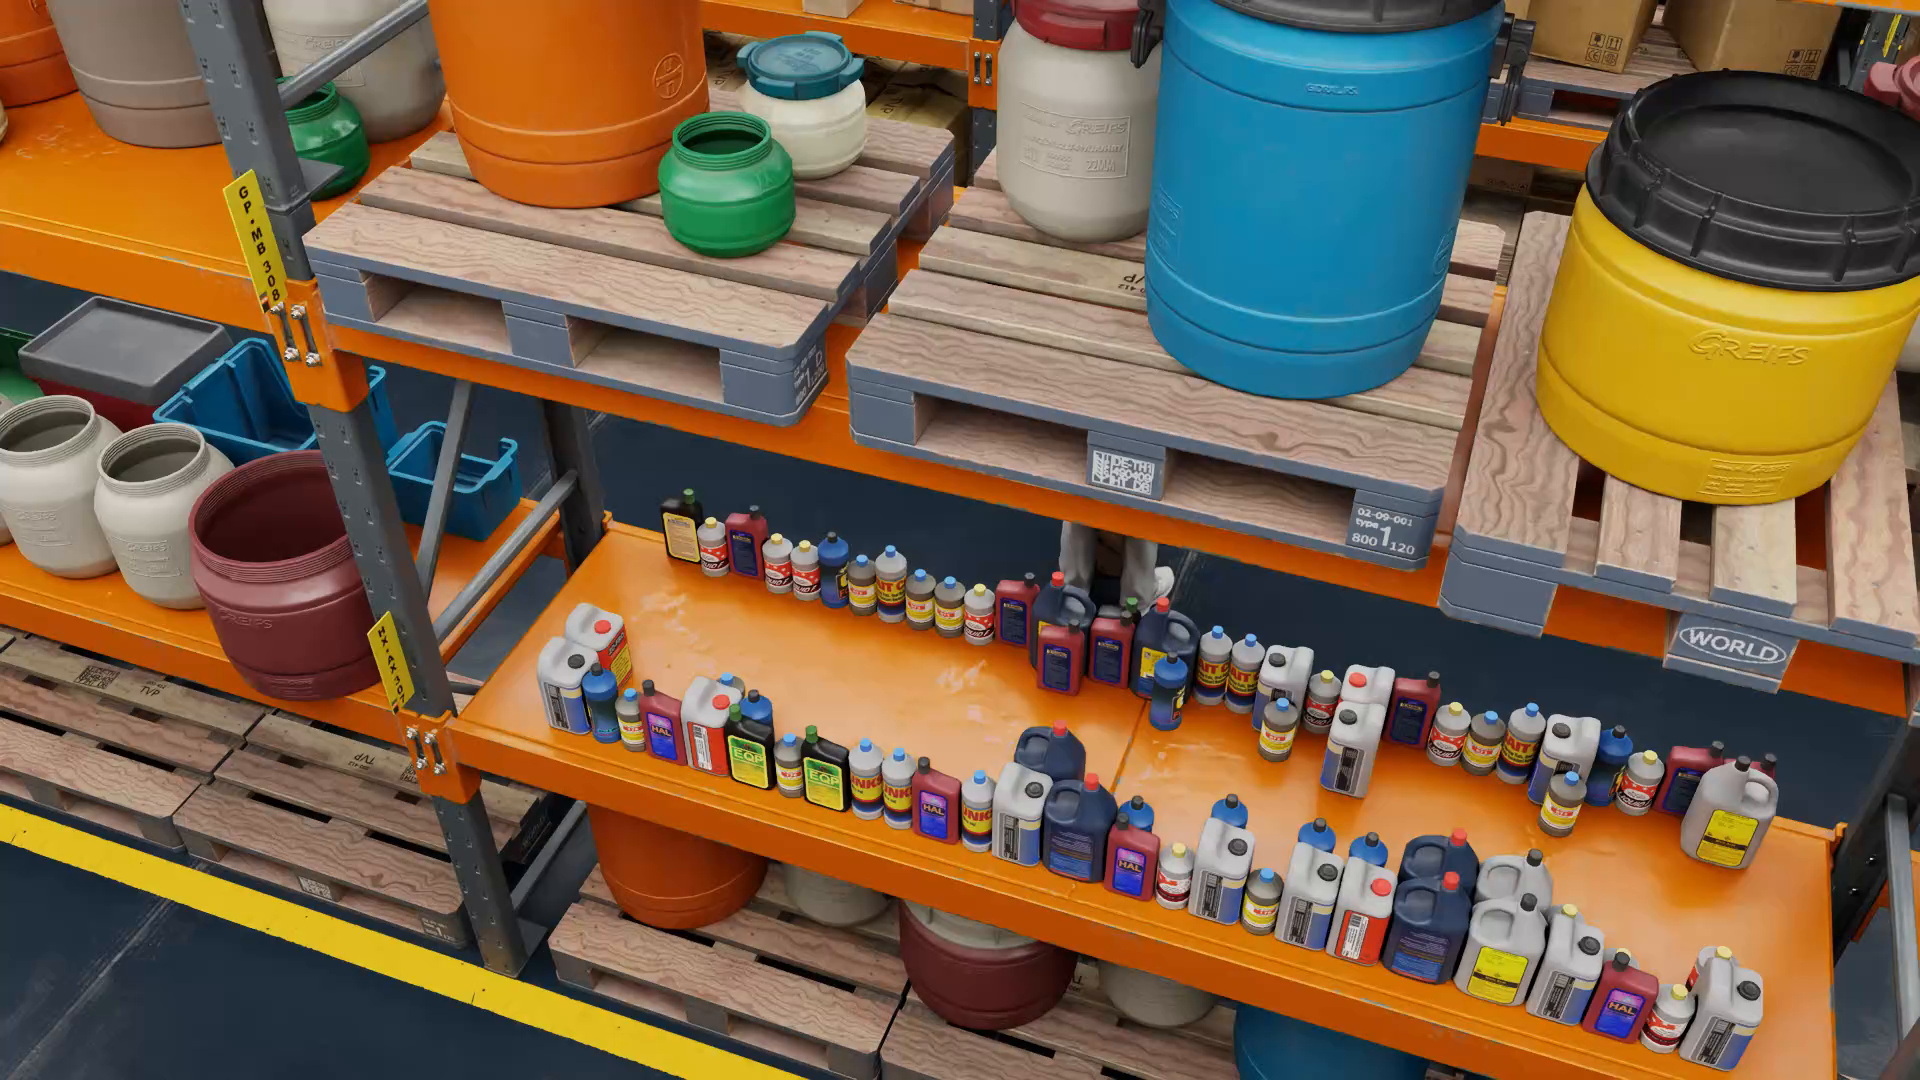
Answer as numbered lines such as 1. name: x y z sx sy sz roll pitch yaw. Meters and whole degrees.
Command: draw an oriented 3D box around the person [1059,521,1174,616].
1. person: 0.618 -0.431 6.667 0.617 1.774 0.426 12 42 14
